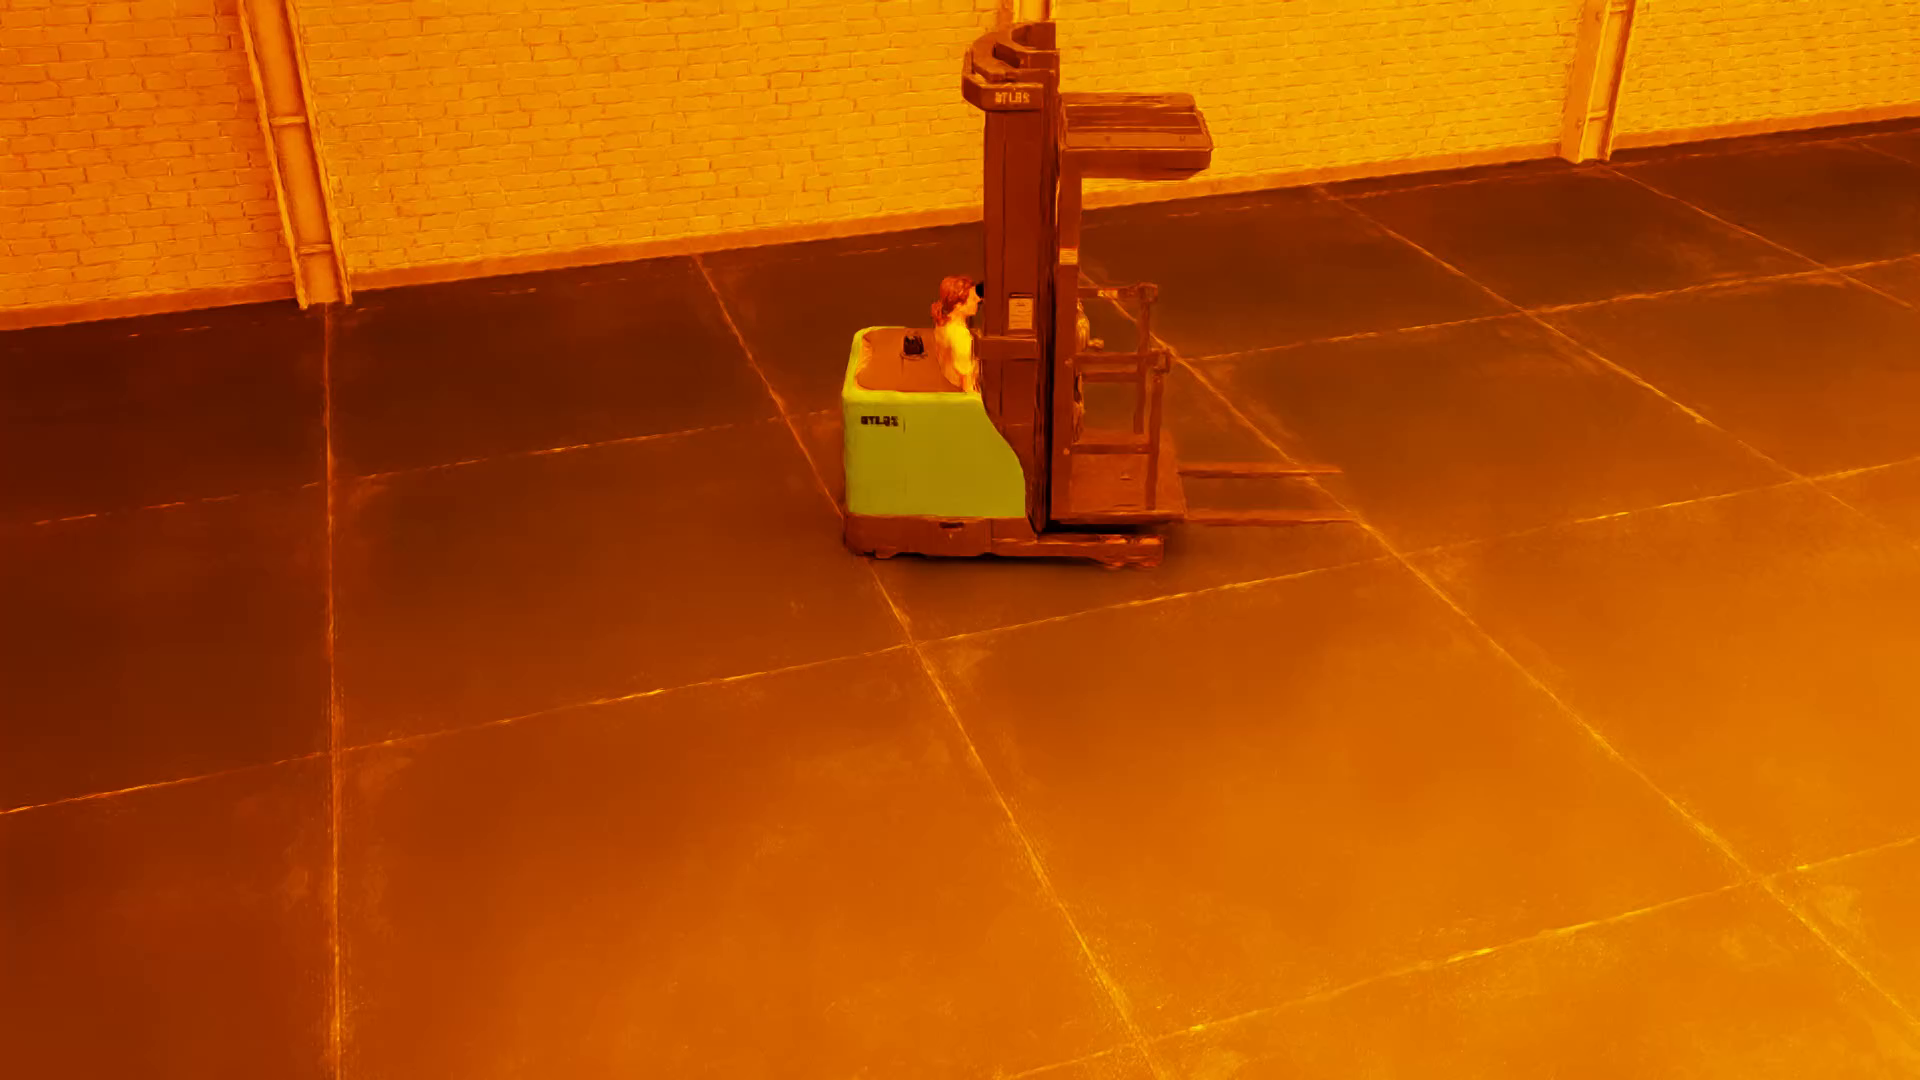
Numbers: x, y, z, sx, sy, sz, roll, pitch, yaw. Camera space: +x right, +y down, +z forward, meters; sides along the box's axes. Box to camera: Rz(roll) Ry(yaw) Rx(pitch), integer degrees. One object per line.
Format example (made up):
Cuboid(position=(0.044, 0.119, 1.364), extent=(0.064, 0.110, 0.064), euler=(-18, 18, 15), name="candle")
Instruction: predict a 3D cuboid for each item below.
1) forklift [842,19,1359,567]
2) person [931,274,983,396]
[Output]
Cuboid(position=(0.845, -1.385, 9.495), extent=(3.031, 2.935, 1.130), euler=(1, 30, 1), name="forklift")
Cuboid(position=(0.061, -0.749, 9.620), extent=(0.452, 1.673, 0.432), euler=(-10, 31, -16), name="person")
